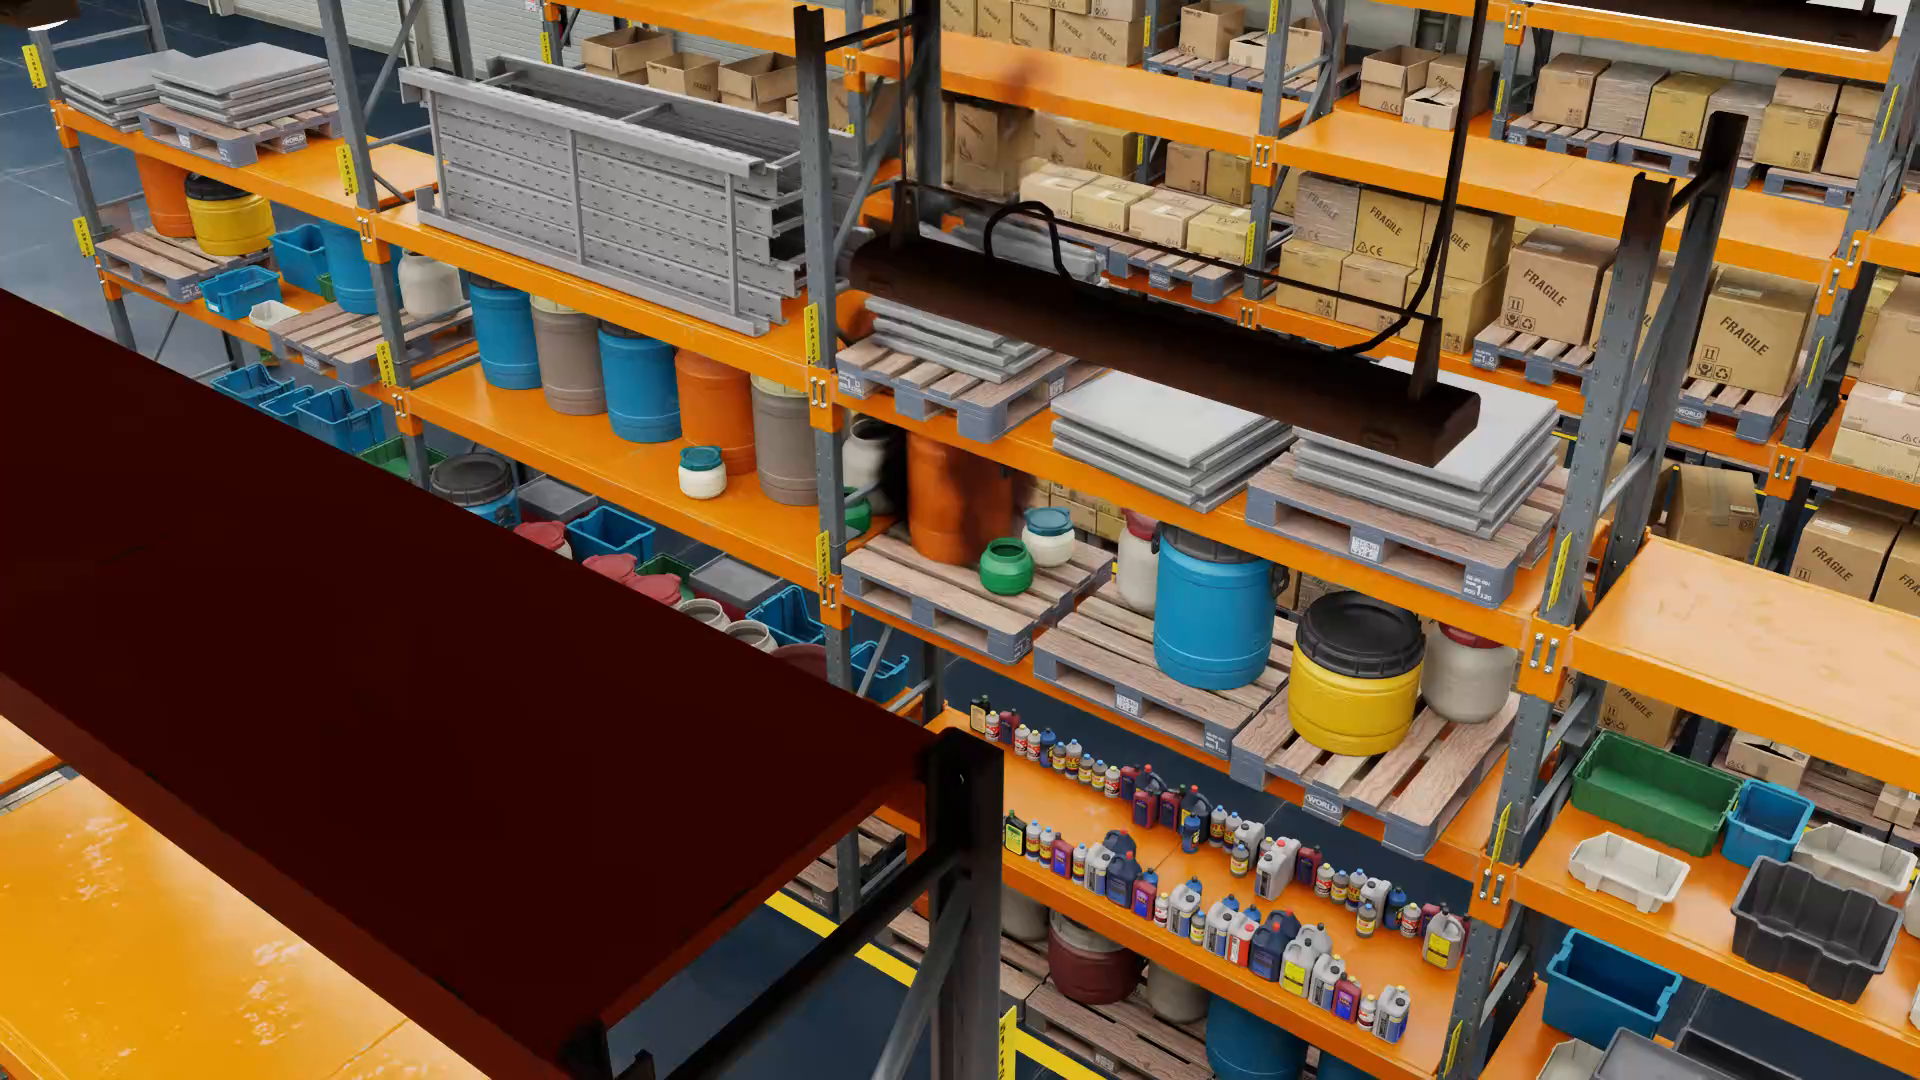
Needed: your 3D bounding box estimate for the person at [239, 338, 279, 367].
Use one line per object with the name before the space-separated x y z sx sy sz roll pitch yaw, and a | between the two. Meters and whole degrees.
person | -7.705 -2.656 17.959 0.544 1.743 0.663 -13 34 -20
